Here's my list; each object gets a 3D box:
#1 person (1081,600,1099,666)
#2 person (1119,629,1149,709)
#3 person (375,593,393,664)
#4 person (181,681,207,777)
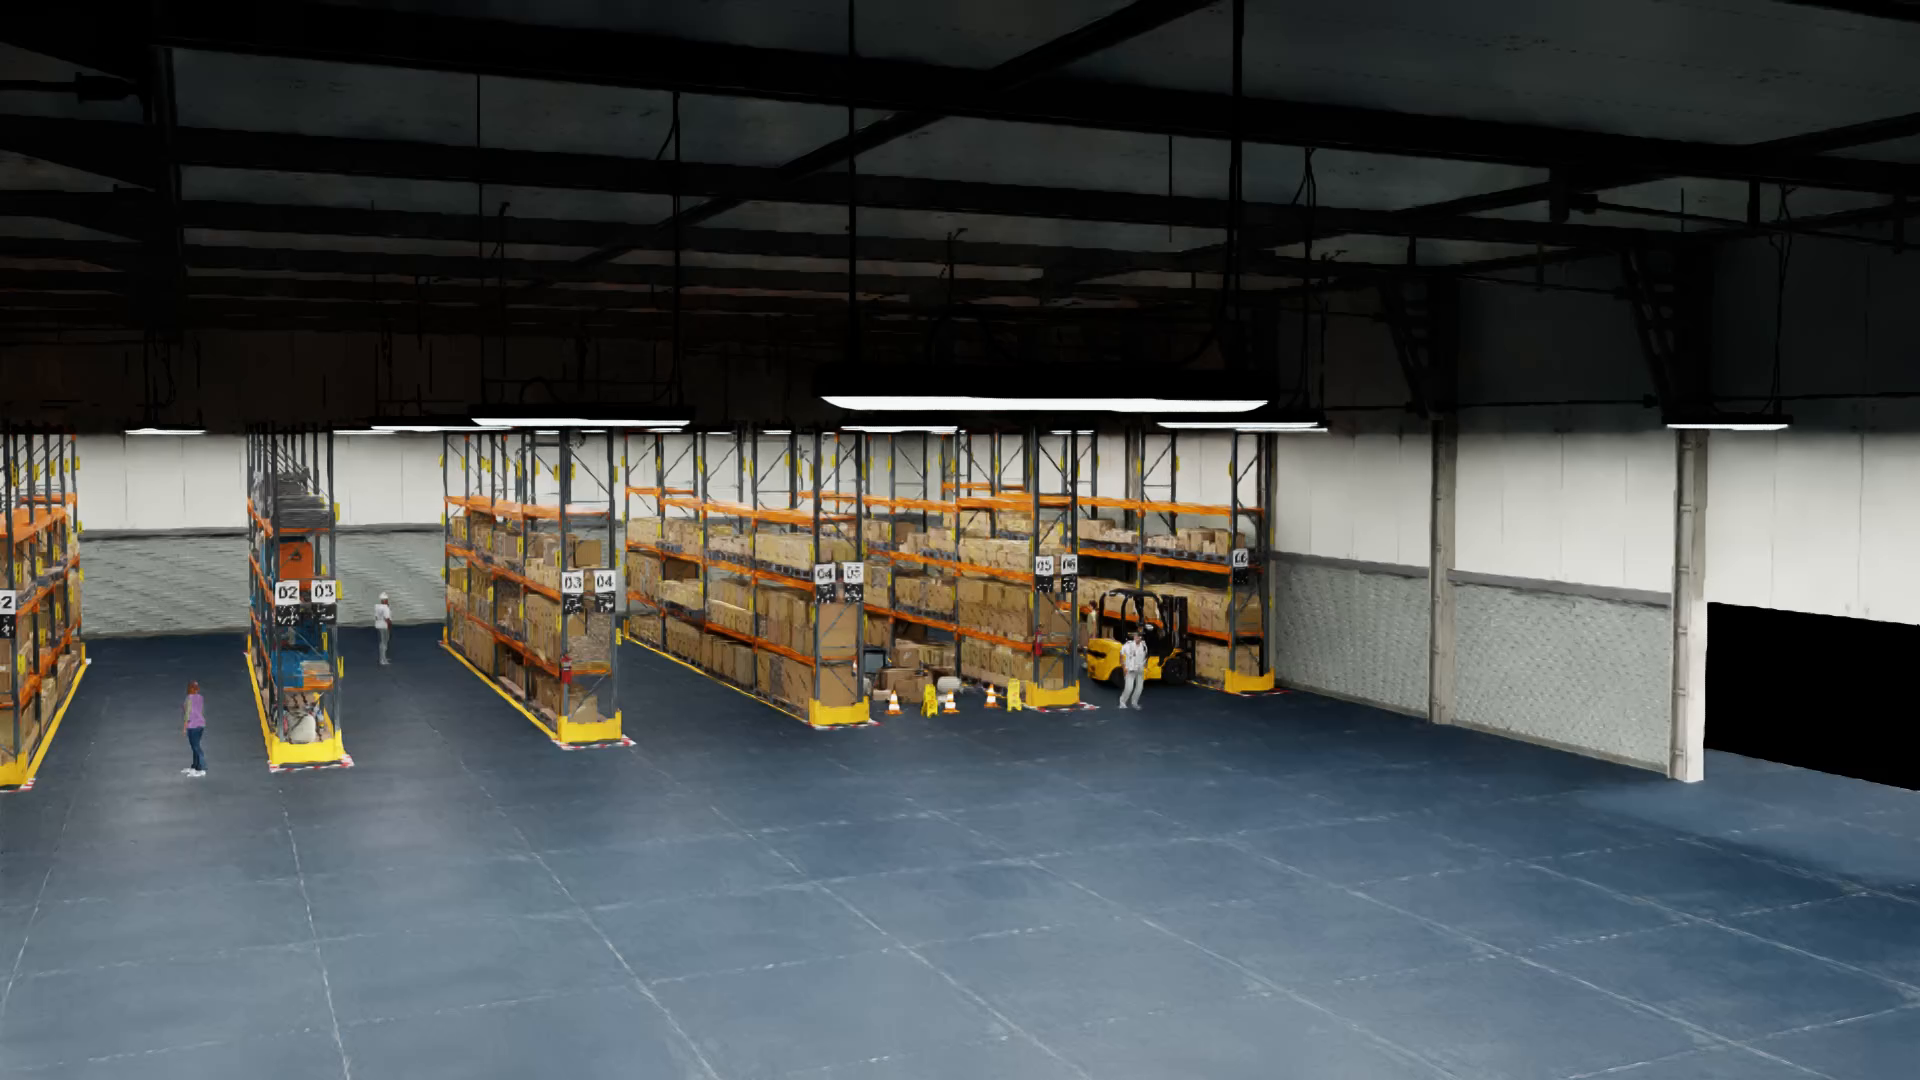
[{"bbox_3d":[3.229,2.310,41.019,0.477,1.675,0.493,0,4,5],"label":"person"},{"bbox_3d":[3.646,2.692,34.851,0.682,1.715,0.536,-2,4,-27],"label":"person"},{"bbox_3d":[-14.410,2.212,41.726,0.645,1.772,0.464,3,5,44],"label":"person"},{"bbox_3d":[-12.908,3.164,28.015,0.511,1.596,0.494,0,4,5],"label":"person"}]
